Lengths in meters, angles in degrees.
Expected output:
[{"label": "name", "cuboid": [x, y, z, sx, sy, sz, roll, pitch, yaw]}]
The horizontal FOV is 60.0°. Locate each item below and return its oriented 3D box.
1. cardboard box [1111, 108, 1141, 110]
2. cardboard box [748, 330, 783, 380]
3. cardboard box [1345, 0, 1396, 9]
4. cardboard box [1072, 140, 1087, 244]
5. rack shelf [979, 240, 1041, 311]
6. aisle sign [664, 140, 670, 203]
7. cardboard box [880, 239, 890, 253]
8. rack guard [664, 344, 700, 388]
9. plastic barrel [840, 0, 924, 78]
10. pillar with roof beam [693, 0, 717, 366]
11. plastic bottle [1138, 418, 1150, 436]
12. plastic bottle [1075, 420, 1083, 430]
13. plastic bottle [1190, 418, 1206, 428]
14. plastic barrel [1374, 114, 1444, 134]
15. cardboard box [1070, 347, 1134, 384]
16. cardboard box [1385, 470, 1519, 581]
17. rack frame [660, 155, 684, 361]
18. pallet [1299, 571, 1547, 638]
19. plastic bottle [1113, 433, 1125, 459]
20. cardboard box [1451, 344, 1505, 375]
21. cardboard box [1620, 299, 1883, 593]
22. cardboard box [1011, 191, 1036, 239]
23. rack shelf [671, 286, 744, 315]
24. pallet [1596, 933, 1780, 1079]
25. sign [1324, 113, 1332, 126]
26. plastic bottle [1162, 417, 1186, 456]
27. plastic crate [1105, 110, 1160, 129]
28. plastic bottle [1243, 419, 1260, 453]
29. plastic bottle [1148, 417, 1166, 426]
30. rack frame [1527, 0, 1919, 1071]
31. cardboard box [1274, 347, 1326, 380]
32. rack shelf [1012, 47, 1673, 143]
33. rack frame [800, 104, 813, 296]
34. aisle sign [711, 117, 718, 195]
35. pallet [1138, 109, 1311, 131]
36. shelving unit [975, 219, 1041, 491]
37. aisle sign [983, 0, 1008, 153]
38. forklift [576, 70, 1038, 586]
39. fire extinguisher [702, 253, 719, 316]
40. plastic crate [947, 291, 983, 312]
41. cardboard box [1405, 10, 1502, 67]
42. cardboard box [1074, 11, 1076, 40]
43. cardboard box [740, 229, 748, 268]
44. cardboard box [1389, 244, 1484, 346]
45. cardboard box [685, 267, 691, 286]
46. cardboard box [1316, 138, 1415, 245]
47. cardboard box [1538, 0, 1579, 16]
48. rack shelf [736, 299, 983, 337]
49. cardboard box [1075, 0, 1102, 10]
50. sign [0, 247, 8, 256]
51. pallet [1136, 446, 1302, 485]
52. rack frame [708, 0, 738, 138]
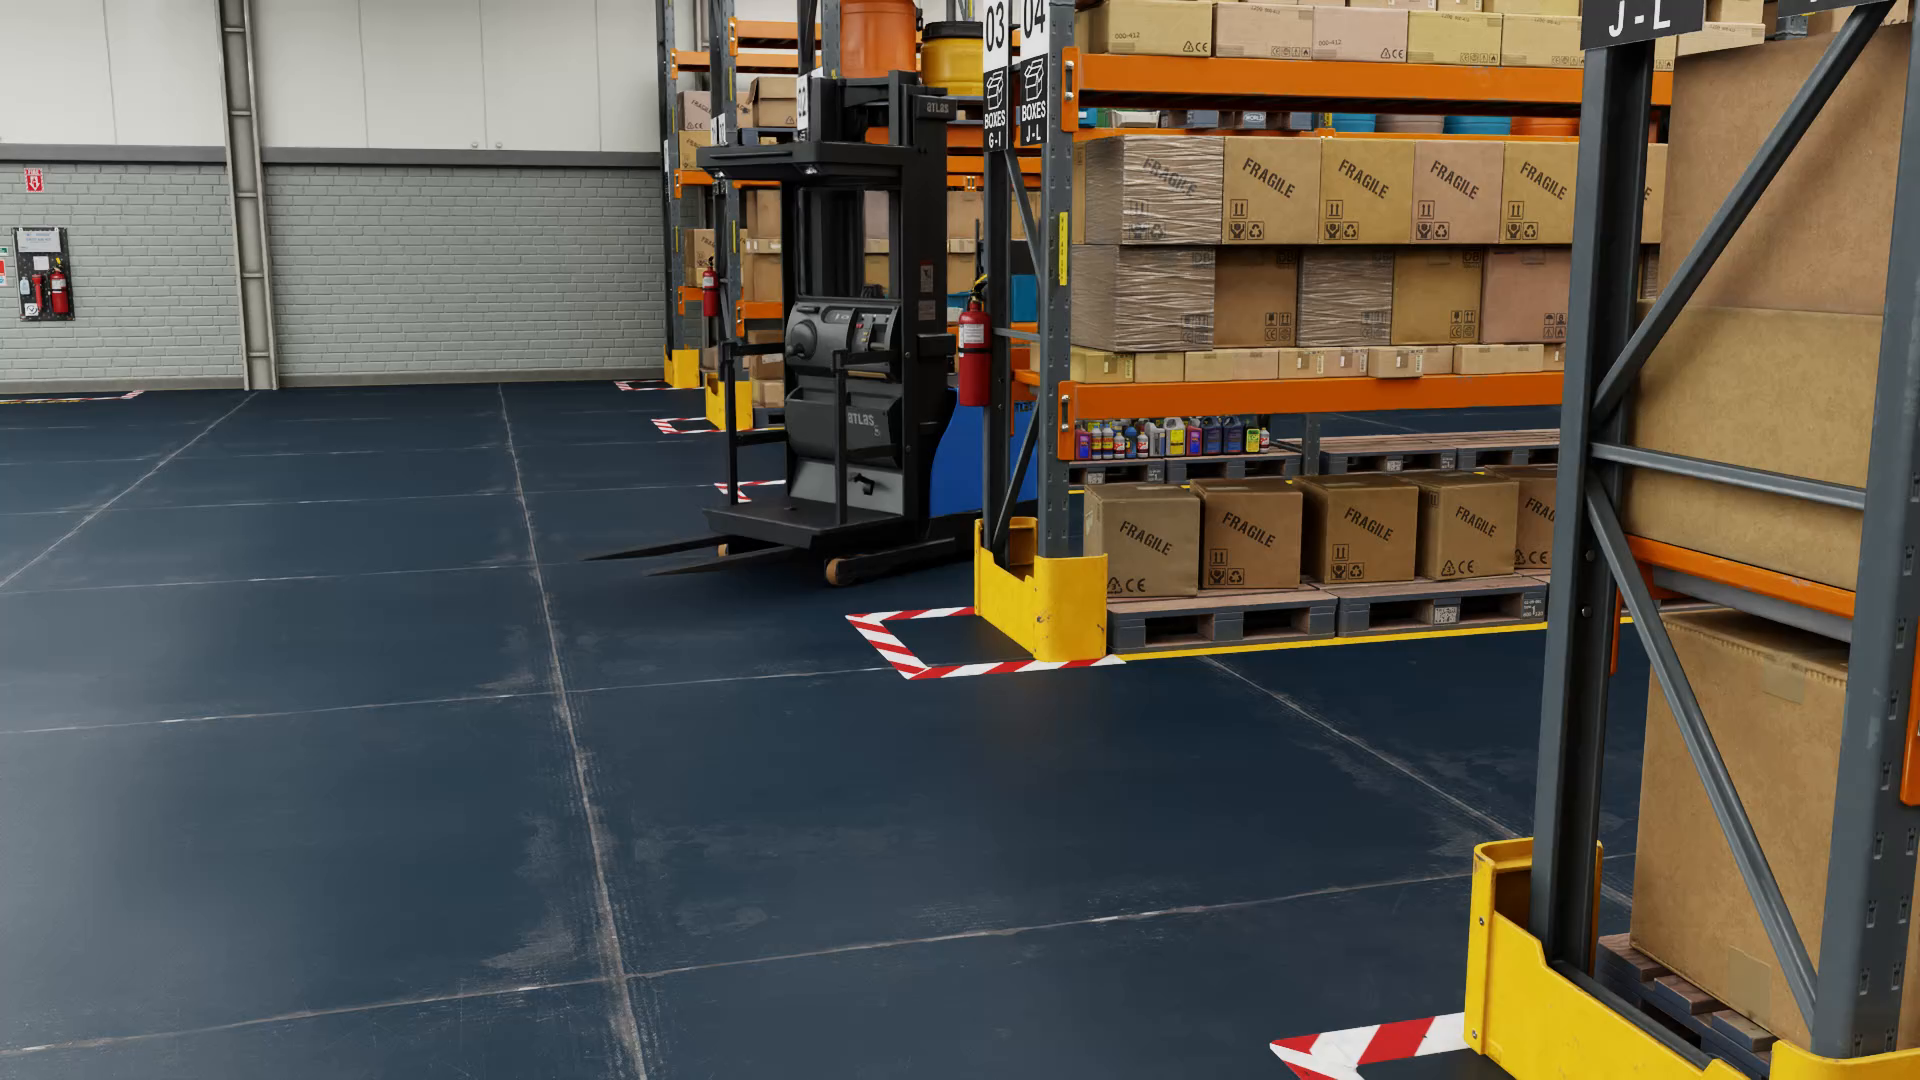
[{"label": "cardboard box", "cuboid": [1.996, -4.923, 18.402, 0.500, 0.500, 0.500, -3, 11, -15]}, {"label": "cardboard box", "cuboid": [-2.016, -2.021, 18.105, 0.500, 0.500, 0.500, -3, 11, -16]}, {"label": "cardboard box", "cuboid": [1.905, -2.628, 8.067, 0.250, 0.149, 0.380, -4, 11, -19]}, {"label": "cardboard box", "cuboid": [0.777, -1.755, 8.437, 0.500, 0.500, 0.500, -3, 11, -16]}, {"label": "rack shelf", "cuboid": [0.415, -1.782, 11.135, 0.480, 0.518, 0.431, -5, 12, -27]}, {"label": "aisle sign", "cuboid": [-3.821, -4.803, 21.672, 0.004, 0.787, 0.394, -3, 11, -16]}, {"label": "cardboard box", "cuboid": [-0.775, -3.136, 17.726, 0.250, 0.149, 0.380, -3, 11, -17]}, {"label": "rack guard", "cuboid": [-3.763, -2.355, 22.458, 0.348, 0.500, 1.175, -3, 11, -16]}, {"label": "plastic barrel", "cuboid": [-0.636, -3.798, 12.761, 0.708, 0.830, 0.600, -3, 11, -16]}, {"label": "pillar with roof beam", "cuboid": [-2.202, -5.968, 18.611, 0.400, 9.000, 9.100, -3, 11, -16]}, {"label": "plastic bottle", "cuboid": [1.571, -0.943, 14.204, 0.097, 0.271, 0.097, 0, 10, 0]}, {"label": "plastic bottle", "cuboid": [0.957, -0.919, 14.063, 0.135, 0.276, 0.152, -3, 11, -18]}, {"label": "plastic bottle", "cuboid": [1.986, -0.870, 13.793, 0.135, 0.276, 0.152, -3, 11, -16]}, {"label": "plastic barrel", "cuboid": [3.829, -3.879, 14.163, 0.600, 0.901, 0.600, 0, 10, 0]}, {"label": "cardboard box", "cuboid": [0.658, -0.847, 8.054, 0.250, 0.149, 0.380, -3, 11, -16]}, {"label": "cardboard box", "cuboid": [2.641, -0.088, 8.985, 0.500, 0.500, 0.500, -4, 11, -21]}, {"label": "rack frame", "cuboid": [-3.836, -3.580, 22.210, 0.127, 3.000, 1.000, -3, 11, -16]}, {"label": "pallet", "cuboid": [2.350, 0.274, 8.974, 1.213, 0.211, 1.003, -3, 11, -16]}, {"label": "plastic bottle", "cuboid": [1.281, -0.763, 13.422, 0.097, 0.201, 0.097, 0, 10, 0]}, {"label": "cardboard box", "cuboid": [2.590, -0.941, 8.566, 0.250, 0.149, 0.380, -3, 11, -16]}, {"label": "cardboard box", "cuboid": [1.951, -0.230, 3.598, 0.550, 0.550, 0.875, -3, 11, -16]}, {"label": "cardboard box", "cuboid": [0.484, -3.560, 18.239, 0.500, 0.500, 0.700, -3, 11, -16]}, {"label": "rack shelf", "cuboid": [-1.916, -3.328, 22.825, 4.000, 0.370, 1.077, -3, 11, -16]}, {"label": "pallet", "cuboid": [2.353, 1.188, 4.013, 1.213, 0.211, 1.003, -3, 11, -16]}, {"label": "sign", "cuboid": [2.917, -3.444, 13.160, 0.005, 0.325, 0.100, -3, 11, -16]}, {"label": "plastic bottle", "cuboid": [1.742, -0.866, 13.564, 0.185, 0.351, 0.144, -3, 11, -16]}, {"label": "plastic crate", "cuboid": [1.346, -3.255, 12.884, 0.396, 0.136, 0.243, -3, 11, -16]}, {"label": "plastic bottle", "cuboid": [2.404, -0.859, 13.717, 0.133, 0.283, 0.061, -2, 11, -13]}, {"label": "plastic bottle", "cuboid": [1.702, -0.996, 14.273, 0.185, 0.351, 0.144, -4, 11, -18]}, {"label": "rack frame", "cuboid": [1.607, -0.130, 3.467, 0.127, 3.000, 1.000, -3, 11, -16]}, {"label": "cardboard box", "cuboid": [1.624, -0.894, 8.310, 0.250, 0.149, 0.380, -3, 11, -16]}, {"label": "rack shelf", "cuboid": [2.238, -2.220, 8.522, 4.000, 0.370, 1.077, -3, 11, -16]}, {"label": "rack frame", "cuboid": [-1.067, -1.858, 12.855, 0.127, 3.000, 1.000, -3, 11, -16]}, {"label": "aisle sign", "cuboid": [-2.593, -4.046, 17.558, 0.004, 0.787, 0.394, -3, 11, -16]}, {"label": "pallet", "cuboid": [2.108, -3.389, 13.410, 1.003, 0.211, 1.213, -3, 11, -16]}, {"label": "shelving unit", "cuboid": [0.415, -1.107, 11.259, 0.503, 2.100, 0.431, -5, 12, -27]}, {"label": "aisle sign", "cuboid": [0.174, -2.325, 8.209, 0.004, 0.787, 0.394, -3, 11, -16]}, {"label": "forklift", "cuboid": [-0.858, -1.278, 9.891, 1.130, 2.935, 3.031, 10, 14, 43]}, {"label": "fire extinguisher", "cuboid": [-2.691, -2.756, 17.947, 0.183, 0.674, 0.296, -3, 11, -16]}, {"label": "plastic crate", "cuboid": [-0.045, -1.894, 13.462, 0.408, 0.251, 0.499, -3, 11, -16]}, {"label": "cardboard box", "cuboid": [2.321, -2.457, 8.237, 0.500, 0.250, 0.500, -3, 11, -14]}, {"label": "cardboard box", "cuboid": [0.710, -2.467, 8.293, 0.500, 0.250, 0.500, -3, 11, -15]}, {"label": "cardboard box", "cuboid": [-2.816, -3.881, 22.128, 0.500, 0.500, 0.500, -3, 11, -16]}, {"label": "cardboard box", "cuboid": [2.275, -1.303, 8.742, 0.500, 0.500, 0.875, -3, 11, -16]}, {"label": "cardboard box", "cuboid": [-3.441, -3.574, 22.534, 0.500, 0.250, 0.500, -3, 11, -15]}, {"label": "cardboard box", "cuboid": [1.884, -1.715, 8.215, 0.500, 0.500, 0.500, -3, 11, -16]}, {"label": "cardboard box", "cuboid": [2.902, -2.686, 8.382, 0.250, 0.149, 0.380, -3, 11, -14]}, {"label": "rack shelf", "cuboid": [-0.527, -2.467, 18.149, 4.000, 0.370, 1.077, -3, 11, -16]}, {"label": "cardboard box", "cuboid": [0.647, -2.568, 7.742, 0.250, 0.149, 0.380, -3, 11, -16]}, {"label": "sign", "cuboid": [-12.103, -3.611, 20.814, 0.331, 0.109, 0.001, -3, 11, -16]}, {"label": "pallet", "cuboid": [2.117, -0.663, 14.062, 1.213, 0.211, 1.003, -3, 11, -16]}, {"label": "rack frame", "cuboid": [-2.448, -5.670, 16.991, 0.127, 3.000, 1.000, -3, 11, -16]}]
